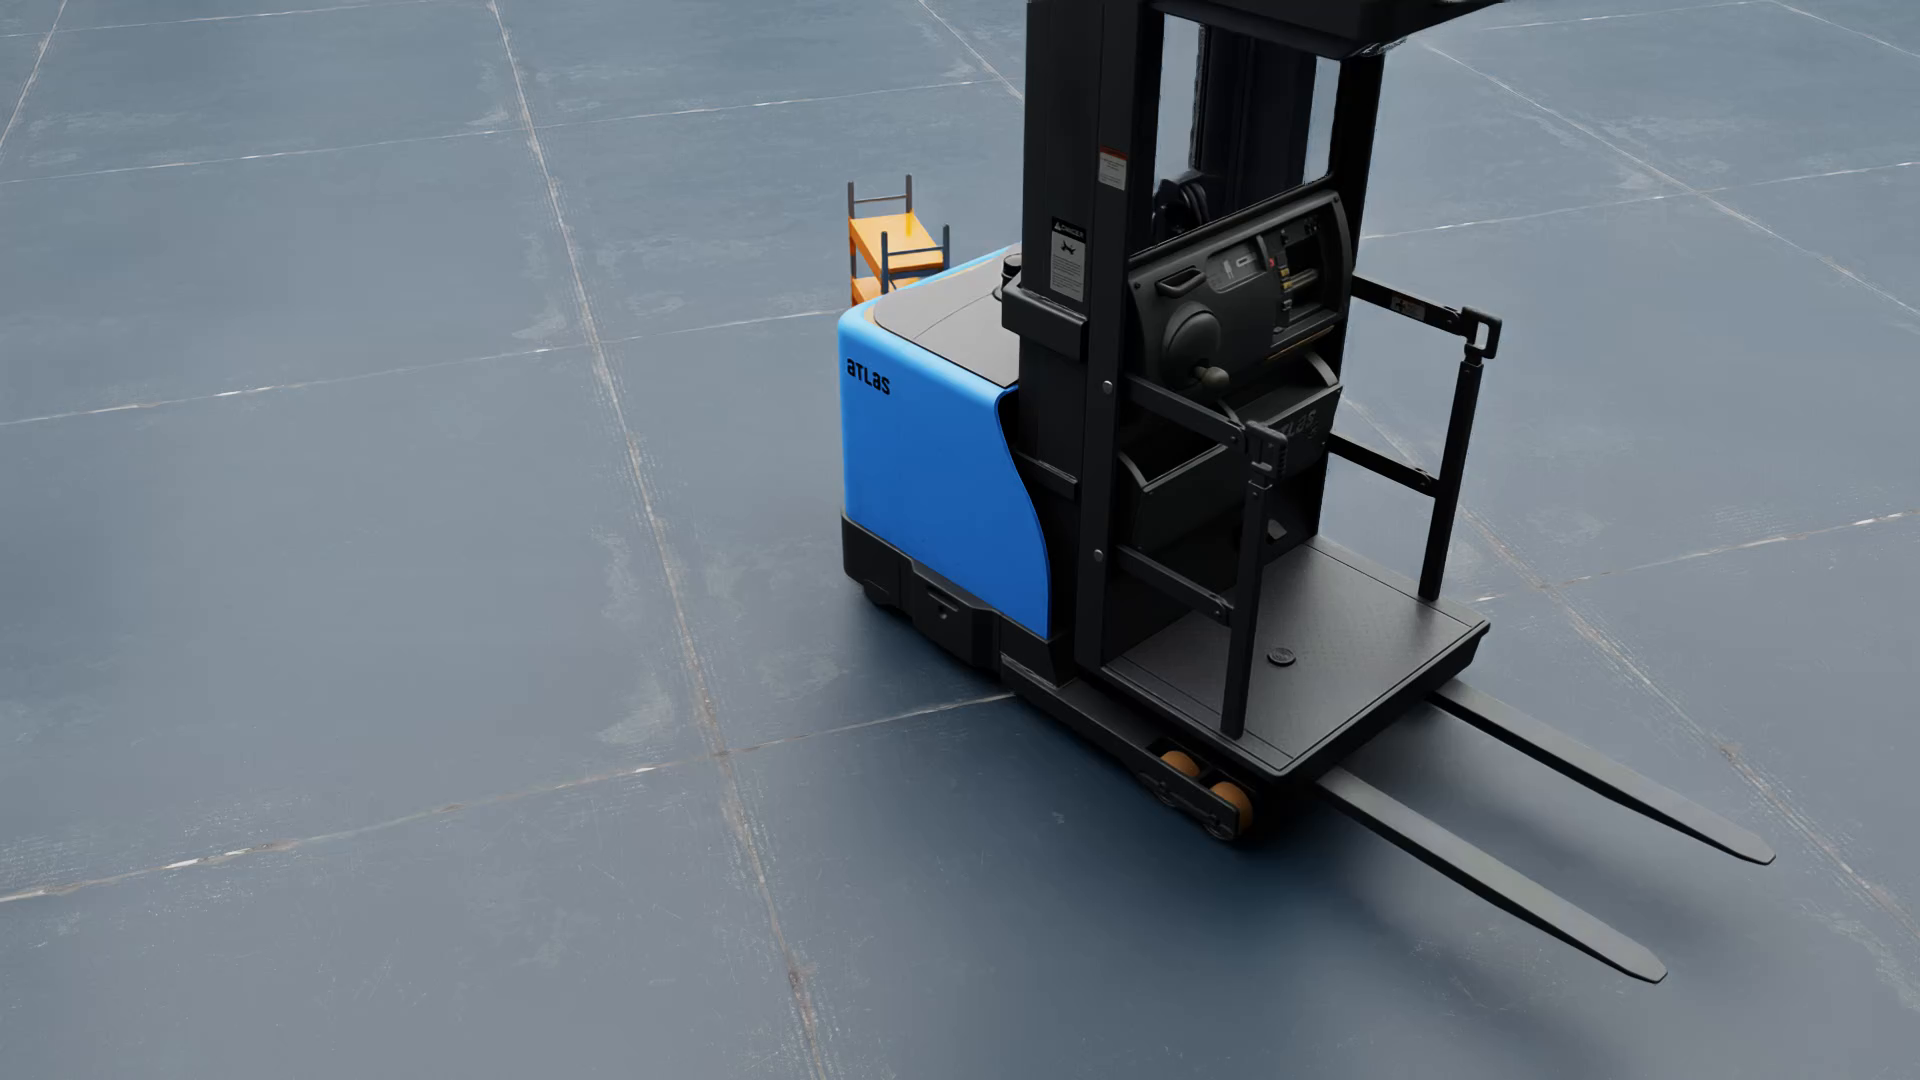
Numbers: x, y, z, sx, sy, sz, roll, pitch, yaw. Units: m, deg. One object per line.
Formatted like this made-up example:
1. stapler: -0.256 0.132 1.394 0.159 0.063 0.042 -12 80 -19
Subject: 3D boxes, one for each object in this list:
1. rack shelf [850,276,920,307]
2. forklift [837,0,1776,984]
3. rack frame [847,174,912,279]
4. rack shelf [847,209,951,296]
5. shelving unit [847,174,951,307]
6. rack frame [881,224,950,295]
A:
1. rack shelf: -0.224 -0.824 6.125 0.258 0.148 0.480 -9 35 -14
2. forklift: 0.955 -0.661 4.591 1.130 2.935 3.031 -27 42 -35
3. rack frame: -0.294 -0.822 6.406 0.240 1.200 0.015 -9 35 -14
4. rack shelf: -0.224 -1.021 5.994 0.258 0.148 0.480 -9 35 -14
5. shelving unit: -0.224 -0.693 6.211 0.258 1.200 0.503 -9 35 -14
6. rack frame: -0.153 -0.565 6.016 0.240 1.200 0.015 -9 35 -14
